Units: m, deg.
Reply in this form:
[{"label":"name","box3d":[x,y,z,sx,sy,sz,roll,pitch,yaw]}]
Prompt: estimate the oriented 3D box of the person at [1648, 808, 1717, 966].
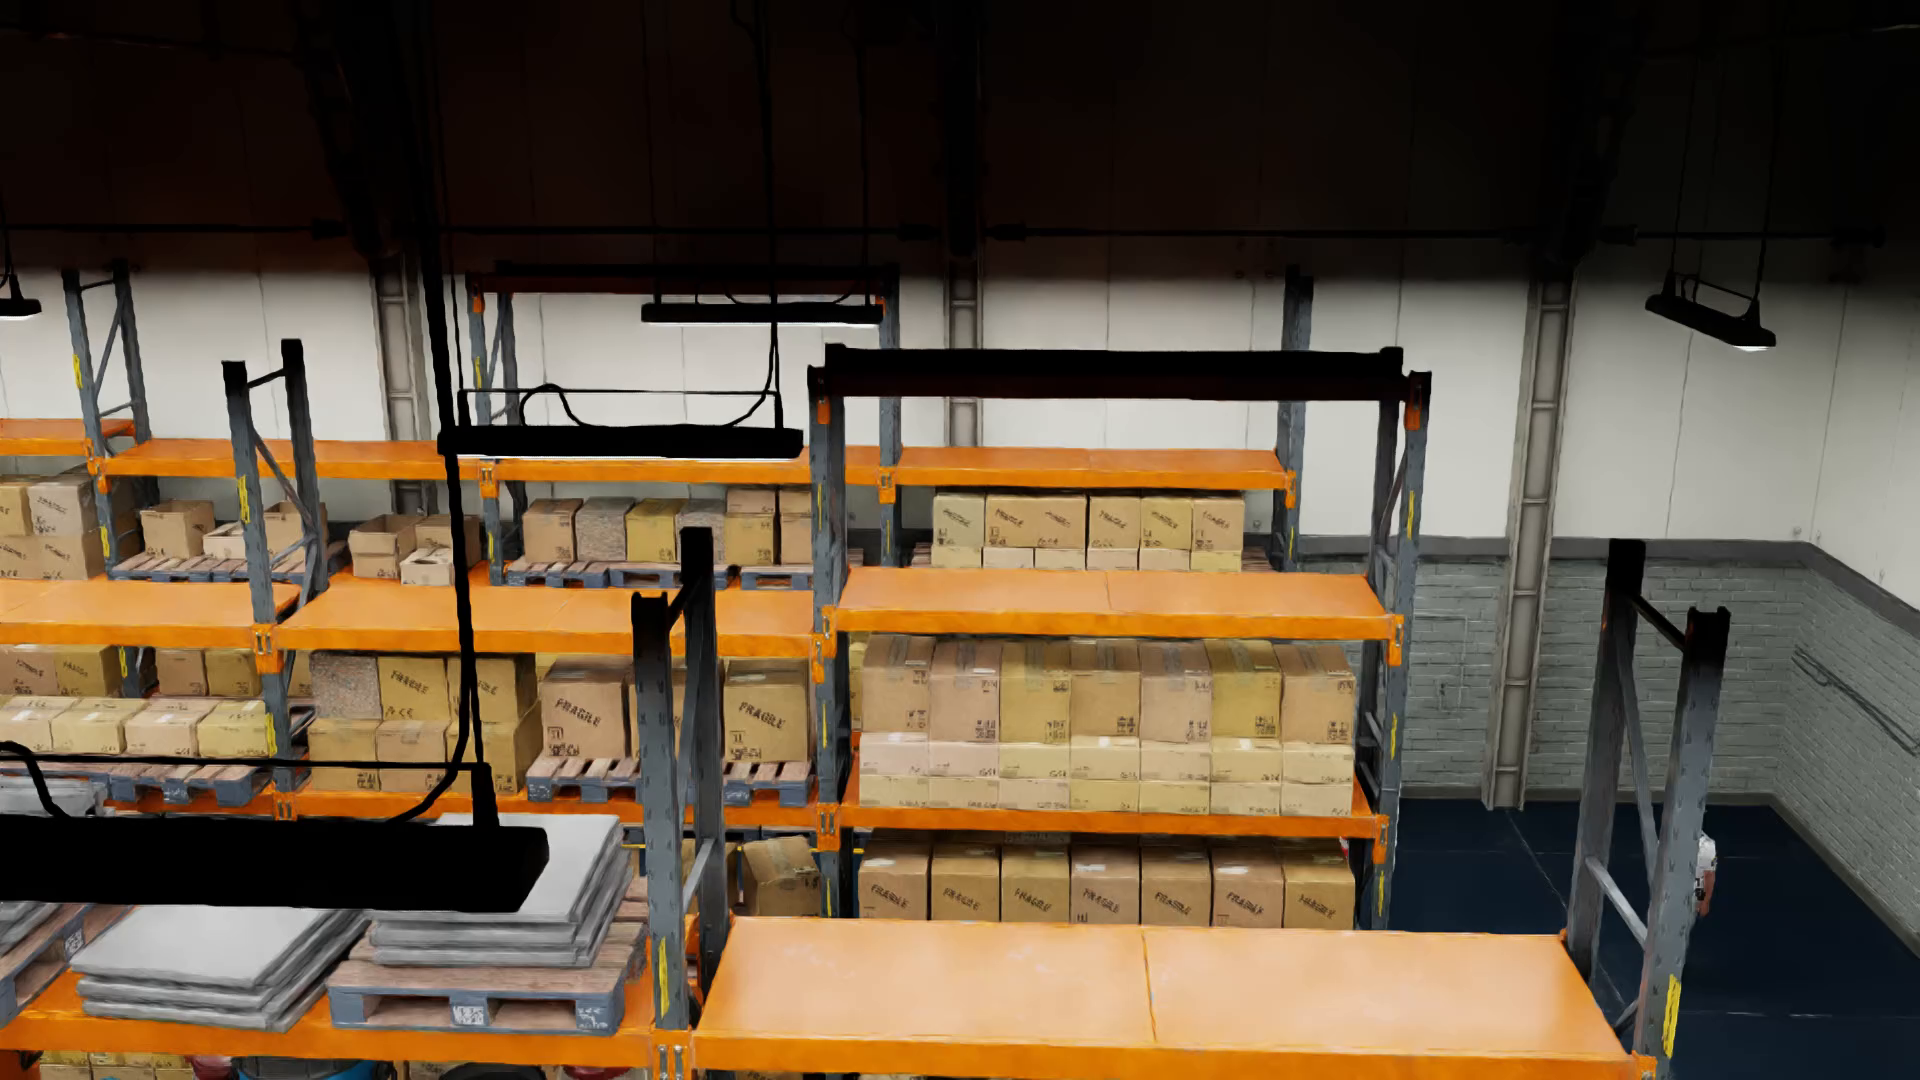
[{"label":"person","box3d":[6.455,3.093,14.840,0.578,1.745,0.592,-10,19,-32]}]
